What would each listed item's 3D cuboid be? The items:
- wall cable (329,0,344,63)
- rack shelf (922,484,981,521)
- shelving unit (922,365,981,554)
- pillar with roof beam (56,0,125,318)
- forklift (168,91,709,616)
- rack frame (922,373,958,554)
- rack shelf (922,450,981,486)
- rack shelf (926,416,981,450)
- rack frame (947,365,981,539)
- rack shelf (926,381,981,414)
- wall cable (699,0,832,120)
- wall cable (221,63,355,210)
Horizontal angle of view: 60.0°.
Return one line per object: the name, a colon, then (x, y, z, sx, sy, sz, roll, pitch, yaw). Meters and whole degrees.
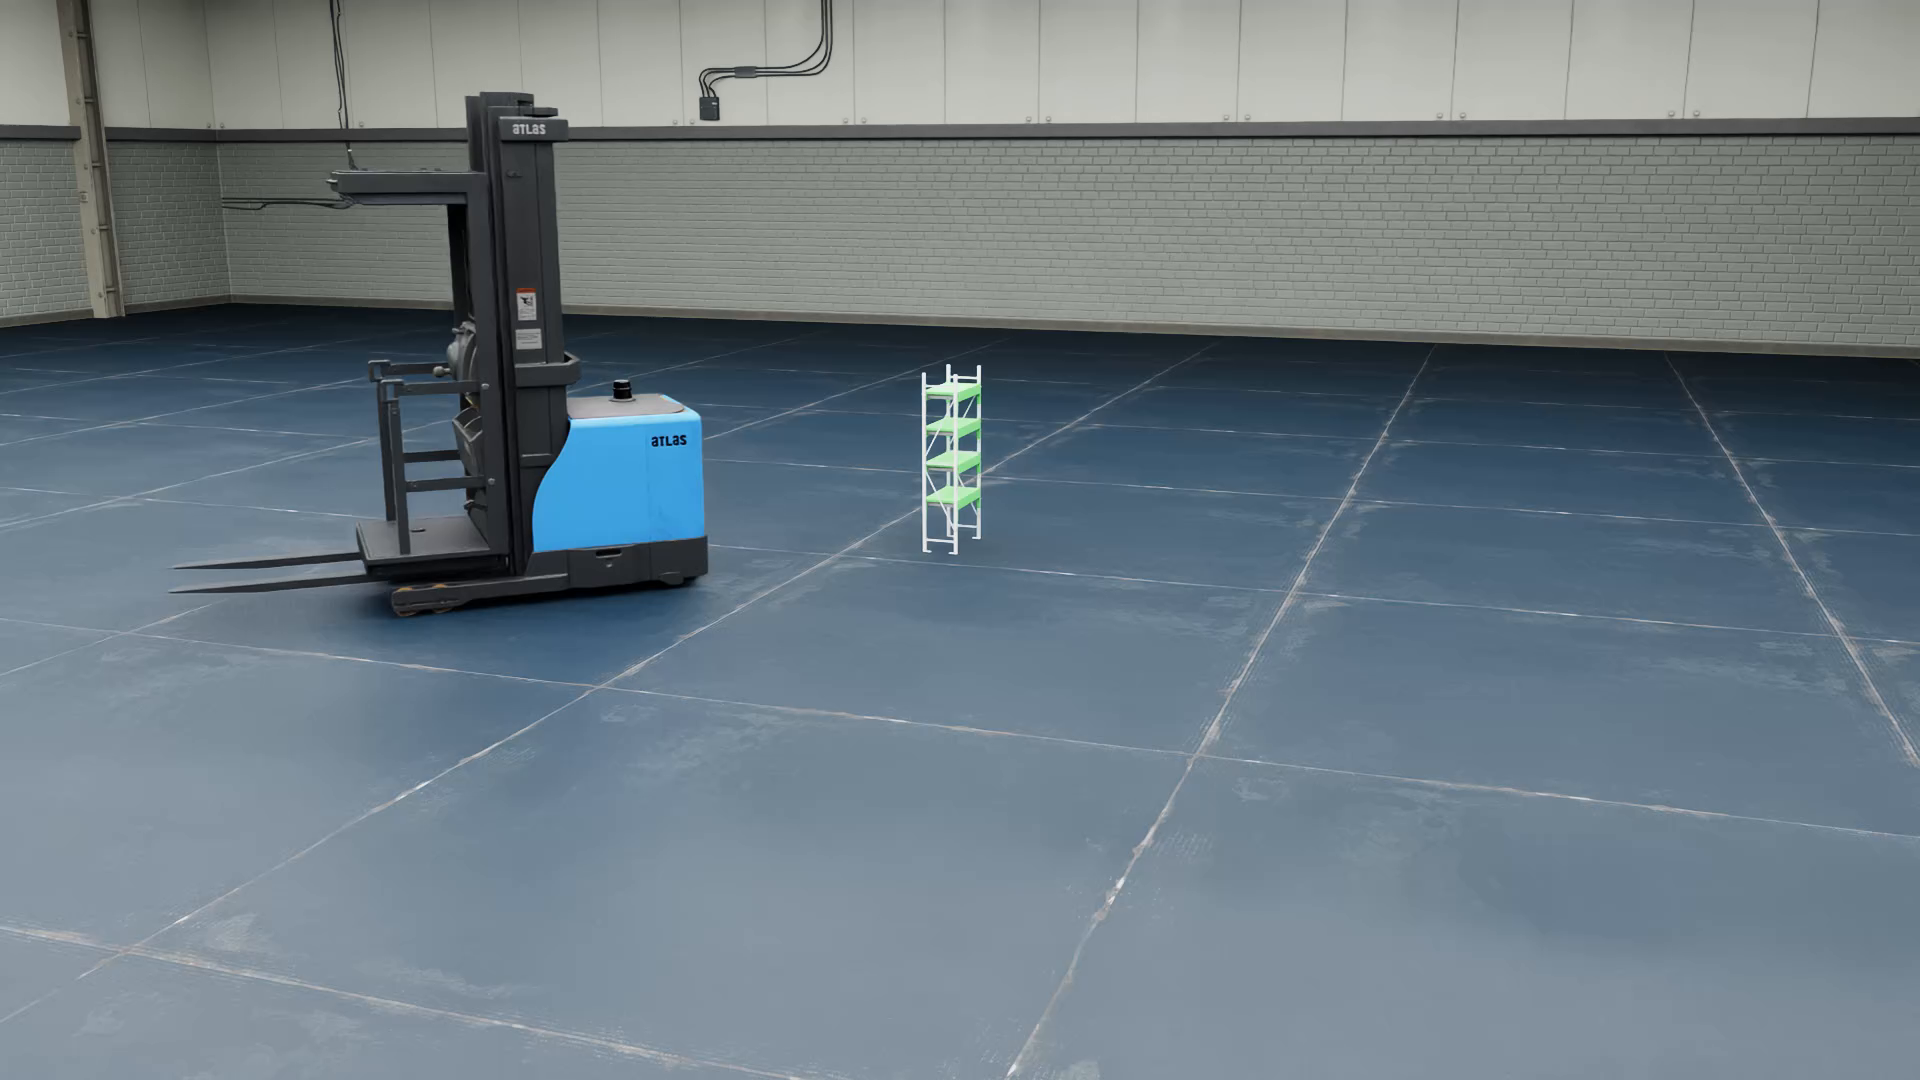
wall cable: (-9.510, -9.411, 28.124, 3.097, 2.526, 0.112, 4, 14, 18)
rack shelf: (-0.054, -0.254, 11.269, 0.258, 0.148, 0.480, 4, 14, 18)
shelving unit: (-0.054, -0.550, 11.202, 0.258, 1.200, 0.503, 4, 14, 18)
pillar with roof beam: (-10.200, -7.822, 25.535, 9.100, 9.000, 0.400, 4, 14, 18)
forklift: (-3.123, -1.122, 9.818, 3.031, 2.935, 1.130, -5, 14, -22)
rack frame: (-0.133, -0.499, 10.977, 0.240, 1.200, 0.015, 4, 14, 18)
rack shelf: (-0.054, -0.488, 11.216, 0.258, 0.148, 0.480, 4, 14, 18)
rack shelf: (-0.054, -0.722, 11.163, 0.258, 0.148, 0.480, 4, 14, 18)
rack frame: (0.025, -0.601, 11.427, 0.240, 1.200, 0.015, 4, 14, 18)
rack shelf: (-0.054, -0.956, 11.109, 0.258, 0.148, 0.480, 4, 14, 18)
wall cable: (-3.092, -9.628, 25.806, 2.305, 6.003, 0.169, 4, 14, 18)
wall cable: (-12.069, -7.143, 29.539, 3.097, 2.526, 0.112, 4, 14, 18)
